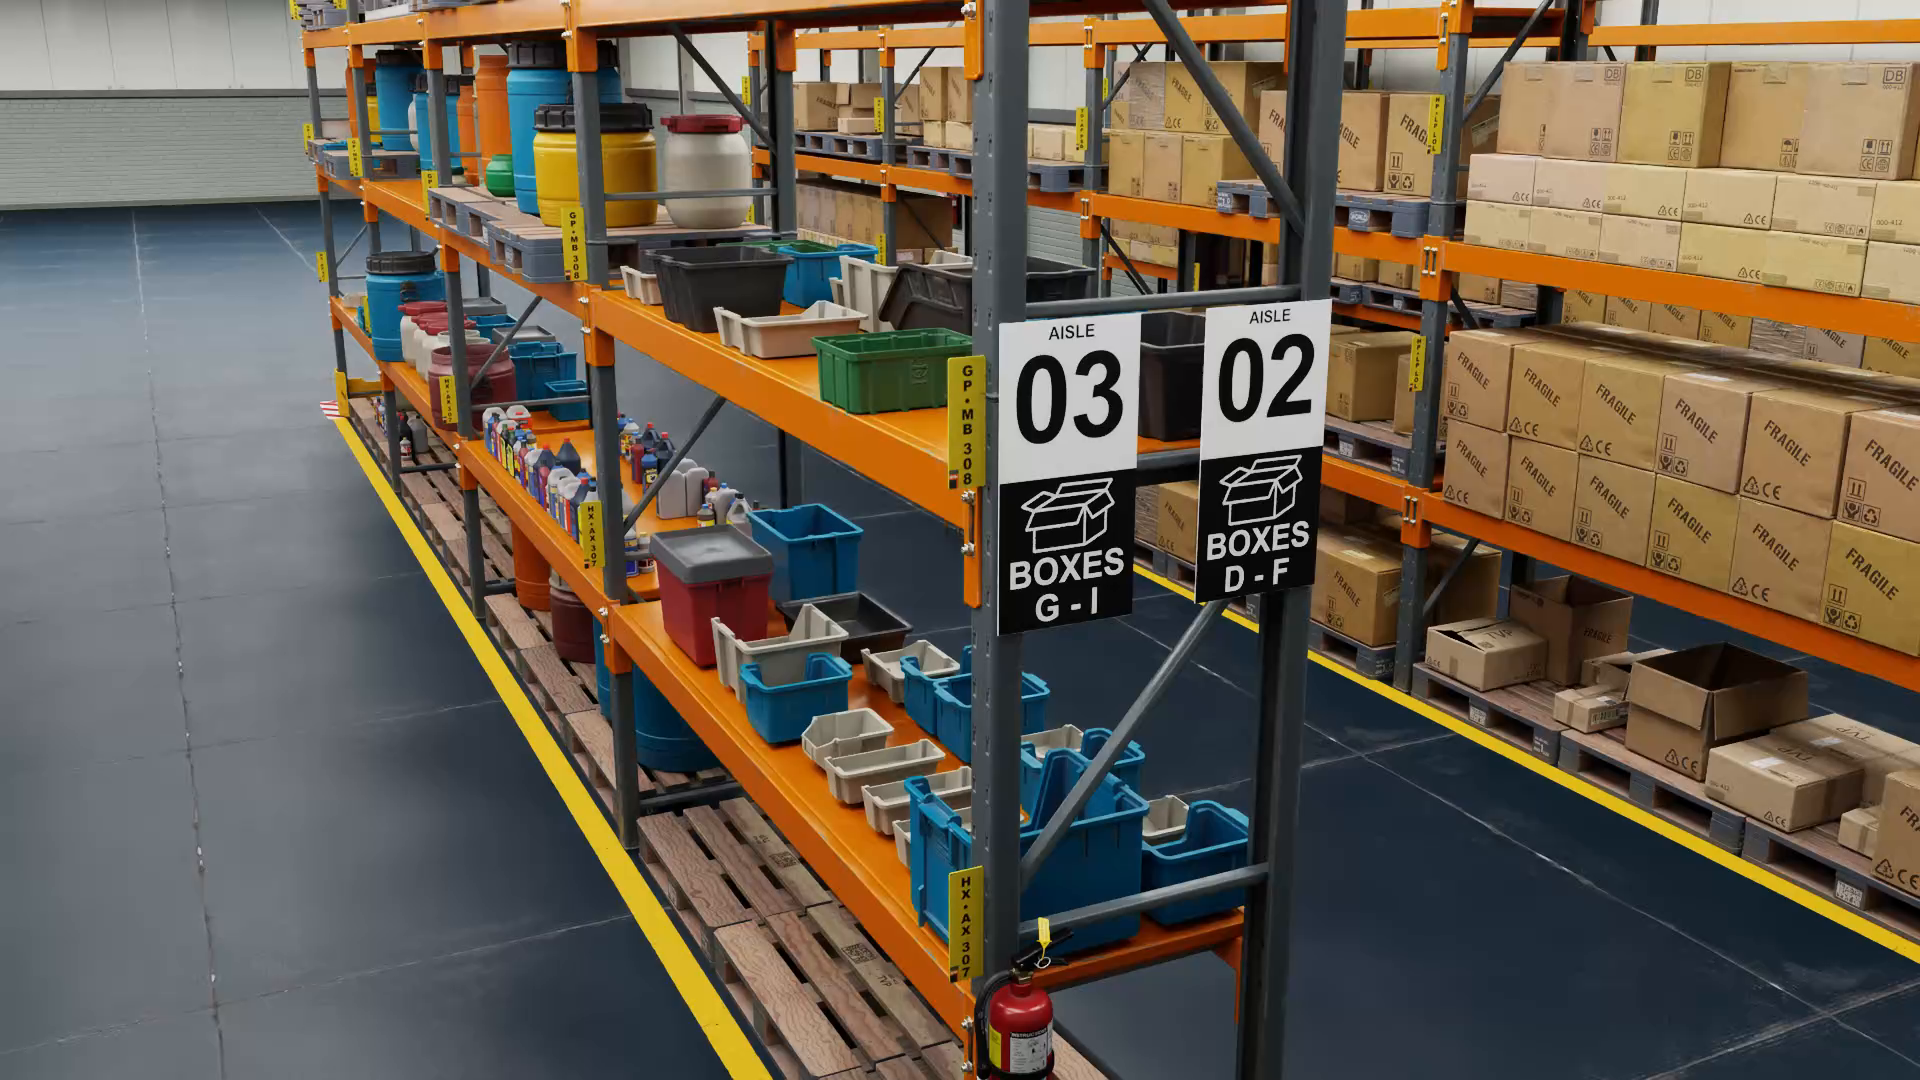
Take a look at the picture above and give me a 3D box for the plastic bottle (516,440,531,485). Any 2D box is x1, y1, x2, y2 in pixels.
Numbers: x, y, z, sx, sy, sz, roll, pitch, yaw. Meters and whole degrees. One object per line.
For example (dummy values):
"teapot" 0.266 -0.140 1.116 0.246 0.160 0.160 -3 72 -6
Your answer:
"plastic bottle" -2.671 -0.479 10.215 0.097 0.271 0.097 0 16 0

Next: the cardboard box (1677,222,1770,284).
"cardboard box" 3.852 -1.401 8.029 0.500 0.250 0.500 -8 18 -25

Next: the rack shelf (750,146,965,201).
"rack shelf" -1.175 -4.130 18.570 1.077 0.370 4.000 -8 18 -25

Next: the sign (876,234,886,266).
"sign" -0.797 -2.925 16.791 0.100 0.325 0.005 -8 18 -25

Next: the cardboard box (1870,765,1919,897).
"cardboard box" 4.499 1.323 7.438 0.500 0.500 0.500 -8 18 -25

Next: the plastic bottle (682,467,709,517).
"plastic bottle" -1.514 -0.287 9.539 0.152 0.276 0.135 -8 18 -25

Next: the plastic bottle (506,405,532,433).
"plastic bottle" -2.965 -0.761 11.189 0.152 0.276 0.135 -8 18 -25

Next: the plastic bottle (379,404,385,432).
"plastic bottle" -5.797 -1.235 16.765 0.097 0.271 0.097 0 16 0

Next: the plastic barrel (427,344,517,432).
"plastic barrel" -3.476 -1.092 11.872 0.600 0.536 0.708 -8 18 -25

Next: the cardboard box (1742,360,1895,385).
"cardboard box" 4.327 -0.612 8.452 0.500 0.500 0.500 -8 18 -25

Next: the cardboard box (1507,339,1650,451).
"cardboard box" 3.386 -0.804 9.121 0.500 0.500 0.500 -8 18 -27

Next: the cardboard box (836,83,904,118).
"cardboard box" -0.907 -4.722 18.127 0.797 0.503 0.637 -6 17 -19

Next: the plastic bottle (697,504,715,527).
"plastic bottle" -1.373 -0.093 8.996 0.097 0.201 0.097 0 16 0

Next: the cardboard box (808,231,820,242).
"cardboard box" -1.507 -3.447 18.967 0.380 0.149 0.250 -8 18 -26

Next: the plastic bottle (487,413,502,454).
"plastic bottle" -3.075 -0.708 11.013 0.097 0.271 0.097 0 16 0

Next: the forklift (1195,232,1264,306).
"forklift" 2.838 -2.029 15.507 3.031 2.935 1.130 8 18 25

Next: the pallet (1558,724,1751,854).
"pallet" 4.044 1.260 8.979 1.003 0.211 1.213 -8 18 -25

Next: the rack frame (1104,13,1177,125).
"rack frame" 2.400 -7.013 21.874 1.000 3.000 0.127 -8 18 -25

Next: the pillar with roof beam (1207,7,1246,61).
"pillar with roof beam" -0.385 -6.424 19.821 9.100 9.000 0.400 -8 18 -25

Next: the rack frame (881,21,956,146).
"rack frame" -0.299 -5.421 16.329 1.000 3.000 0.127 -8 18 -25

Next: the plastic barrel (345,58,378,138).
"plastic barrel" -6.178 -4.677 17.633 0.600 0.830 0.708 -8 18 -25

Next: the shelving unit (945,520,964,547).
"shelving unit" 0.023 -0.491 13.560 0.215 1.050 0.252 -8 18 -25

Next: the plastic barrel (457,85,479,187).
"plastic barrel" -3.452 -2.989 12.511 0.600 0.830 0.708 -8 18 -25

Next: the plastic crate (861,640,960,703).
"plastic crate" -0.215 0.537 6.811 0.293 0.136 0.466 -8 18 -25

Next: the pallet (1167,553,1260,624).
"pallet" 2.277 0.286 12.371 1.003 0.211 1.213 -8 18 -25

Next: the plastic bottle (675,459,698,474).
"plastic bottle" -1.616 -0.345 9.739 0.152 0.276 0.135 -8 18 -25

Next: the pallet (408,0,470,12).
"pallet" -2.712 -3.366 10.235 1.213 0.211 1.003 -8 18 -25

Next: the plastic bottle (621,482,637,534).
"plastic bottle" -1.816 -0.139 8.885 0.144 0.351 0.185 -8 18 -25

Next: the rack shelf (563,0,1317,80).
"rack shelf" -0.372 -1.806 5.760 1.077 0.370 4.000 -8 18 -25

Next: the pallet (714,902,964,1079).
"pallet" -0.353 1.864 6.871 1.003 0.211 1.213 -8 18 -25

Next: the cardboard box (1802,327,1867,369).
"cardboard box" 6.996 -1.564 13.005 0.500 0.500 0.500 -7 18 -24

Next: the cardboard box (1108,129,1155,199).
"cardboard box" 1.675 -2.932 12.910 0.910 0.500 0.500 -8 18 -25

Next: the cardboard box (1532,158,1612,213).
"cardboard box" 3.416 -1.890 8.826 0.500 0.250 0.500 -8 18 -25

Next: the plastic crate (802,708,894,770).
"plastic crate" -0.420 0.742 6.096 0.298 0.136 0.250 -8 18 -25

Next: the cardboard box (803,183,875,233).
"cardboard box" -1.378 -3.816 19.078 0.700 0.500 0.500 -8 18 -25

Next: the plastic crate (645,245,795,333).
"plastic crate" -0.951 -0.994 6.577 0.497 0.269 0.590 -8 18 -25

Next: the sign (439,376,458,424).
"sign" -3.492 -0.959 11.357 0.100 0.325 0.005 -8 18 -25

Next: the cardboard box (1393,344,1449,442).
"cardboard box" 3.200 -0.949 10.676 0.500 0.500 0.700 15 22 42

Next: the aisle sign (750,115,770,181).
"aisle sign" -2.355 -4.759 20.182 0.394 0.787 0.004 -8 18 -25

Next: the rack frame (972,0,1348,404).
"rack frame" 0.504 -1.848 3.877 1.000 3.000 0.127 -8 18 -25

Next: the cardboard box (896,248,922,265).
"cardboard box" -0.610 -2.939 17.198 0.380 0.149 0.250 -8 18 -25

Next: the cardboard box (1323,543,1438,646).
"cardboard box" 2.732 0.348 10.834 0.500 0.500 0.500 -8 18 -25

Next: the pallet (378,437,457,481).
"pallet" -5.010 -0.771 16.056 1.003 0.211 1.213 -8 18 -25

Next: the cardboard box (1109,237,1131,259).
"cardboard box" 2.329 -3.907 22.164 0.500 0.250 0.500 -8 18 -27

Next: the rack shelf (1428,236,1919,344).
"rack shelf" 4.082 -1.154 8.201 1.077 0.370 4.000 -8 18 -25

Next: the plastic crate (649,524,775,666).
"plastic crate" -1.083 0.236 7.267 0.402 0.464 0.583 -8 18 -25

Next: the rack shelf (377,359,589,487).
"rack shelf" -3.877 -1.098 13.445 1.077 0.370 4.000 -8 18 -25

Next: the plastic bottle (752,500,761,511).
"plastic bottle" -1.084 -0.076 8.789 0.061 0.283 0.133 -8 18 -25

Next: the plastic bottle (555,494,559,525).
"plastic bottle" -2.227 -0.194 9.349 0.097 0.201 0.097 0 16 0

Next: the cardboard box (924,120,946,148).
"cardboard box" -0.037 -3.955 16.169 0.500 0.250 0.500 -6 17 -19

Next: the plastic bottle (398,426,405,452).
"plastic bottle" -5.260 -0.925 15.664 0.061 0.283 0.133 -7 17 -22

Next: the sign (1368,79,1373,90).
"sign" 4.650 -5.085 18.943 0.100 0.325 0.005 -8 18 -25

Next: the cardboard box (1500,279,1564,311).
"cardboard box" 5.690 -2.520 16.117 0.700 0.500 0.500 -10 19 -31

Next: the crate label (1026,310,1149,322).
"crate label" 0.390 -0.603 5.245 0.408 0.251 0.502 -8 18 -25
